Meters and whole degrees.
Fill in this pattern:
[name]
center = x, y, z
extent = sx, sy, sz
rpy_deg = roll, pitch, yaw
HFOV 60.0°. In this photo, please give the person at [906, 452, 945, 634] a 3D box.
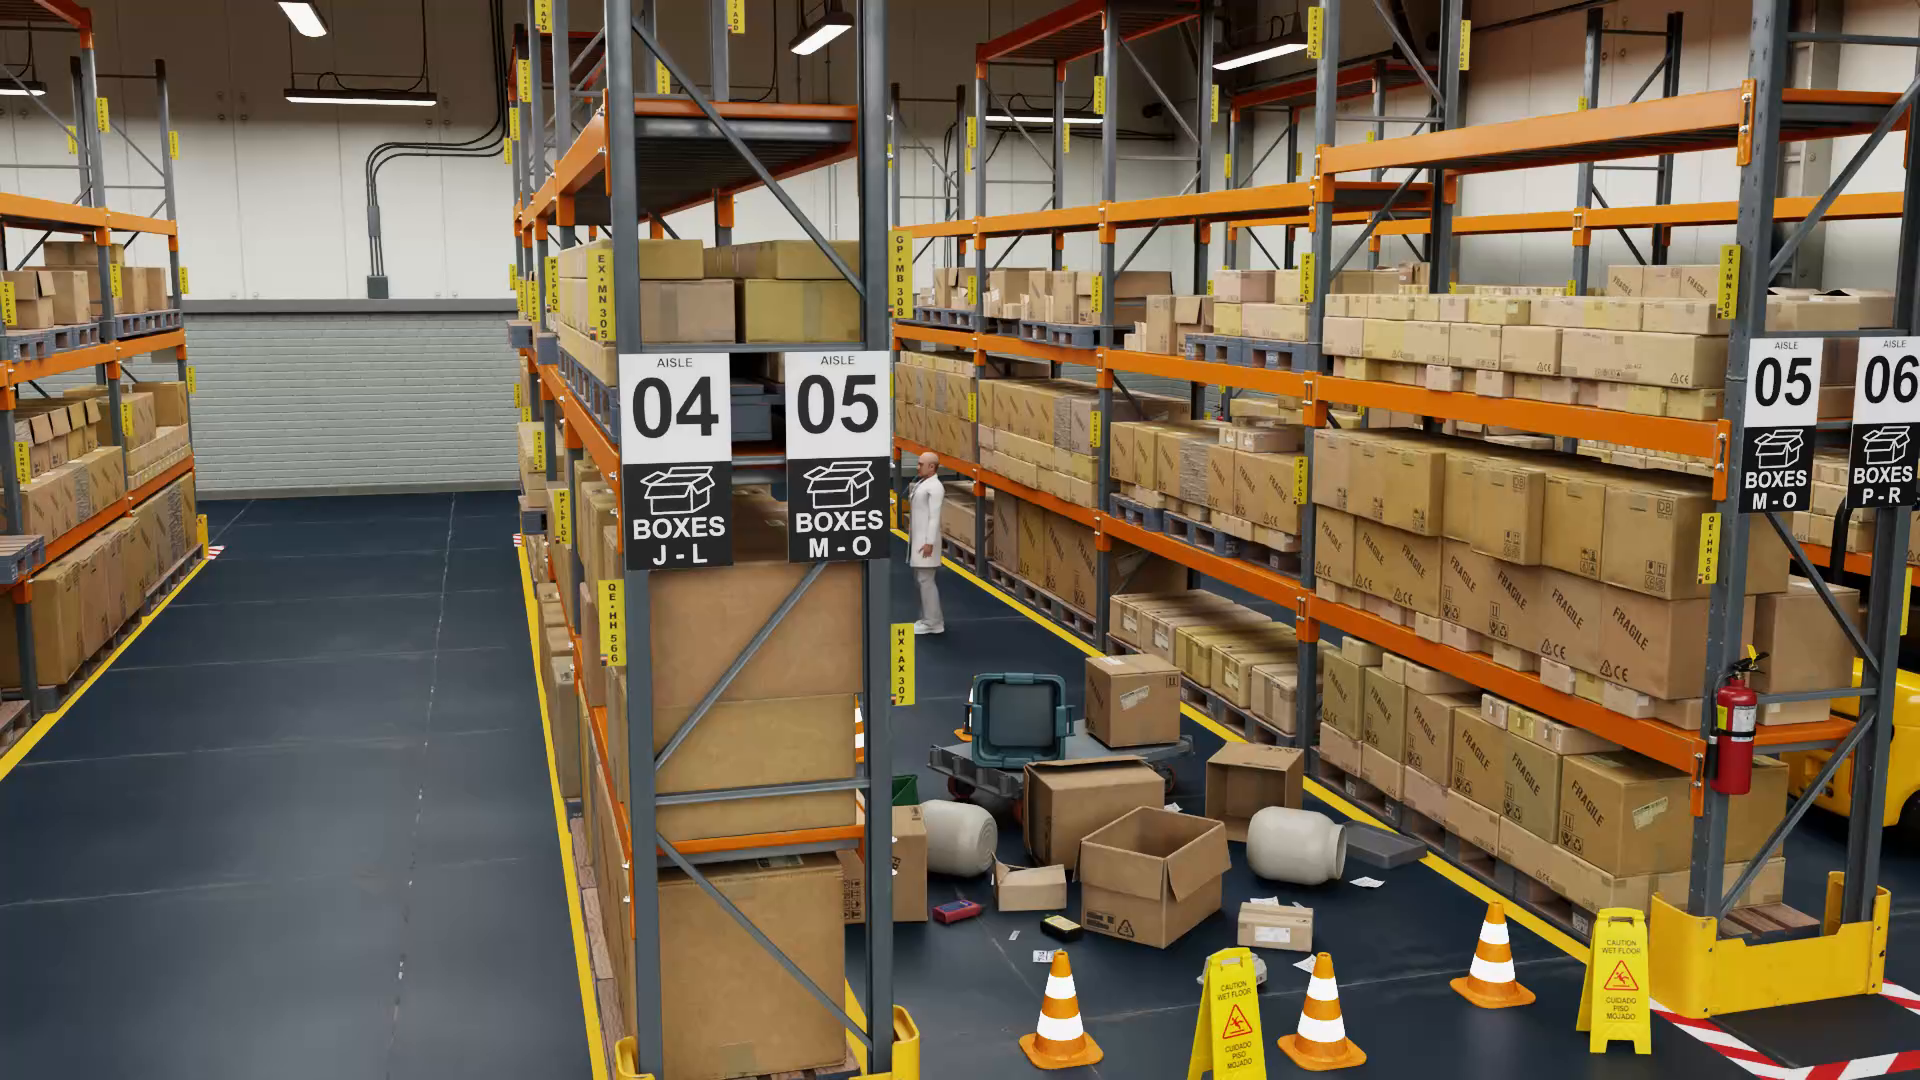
[person]
center = -0.344, 0.033, 16.276
extent = 0.408, 1.794, 0.562
rpy_deg = -2, 9, -14
